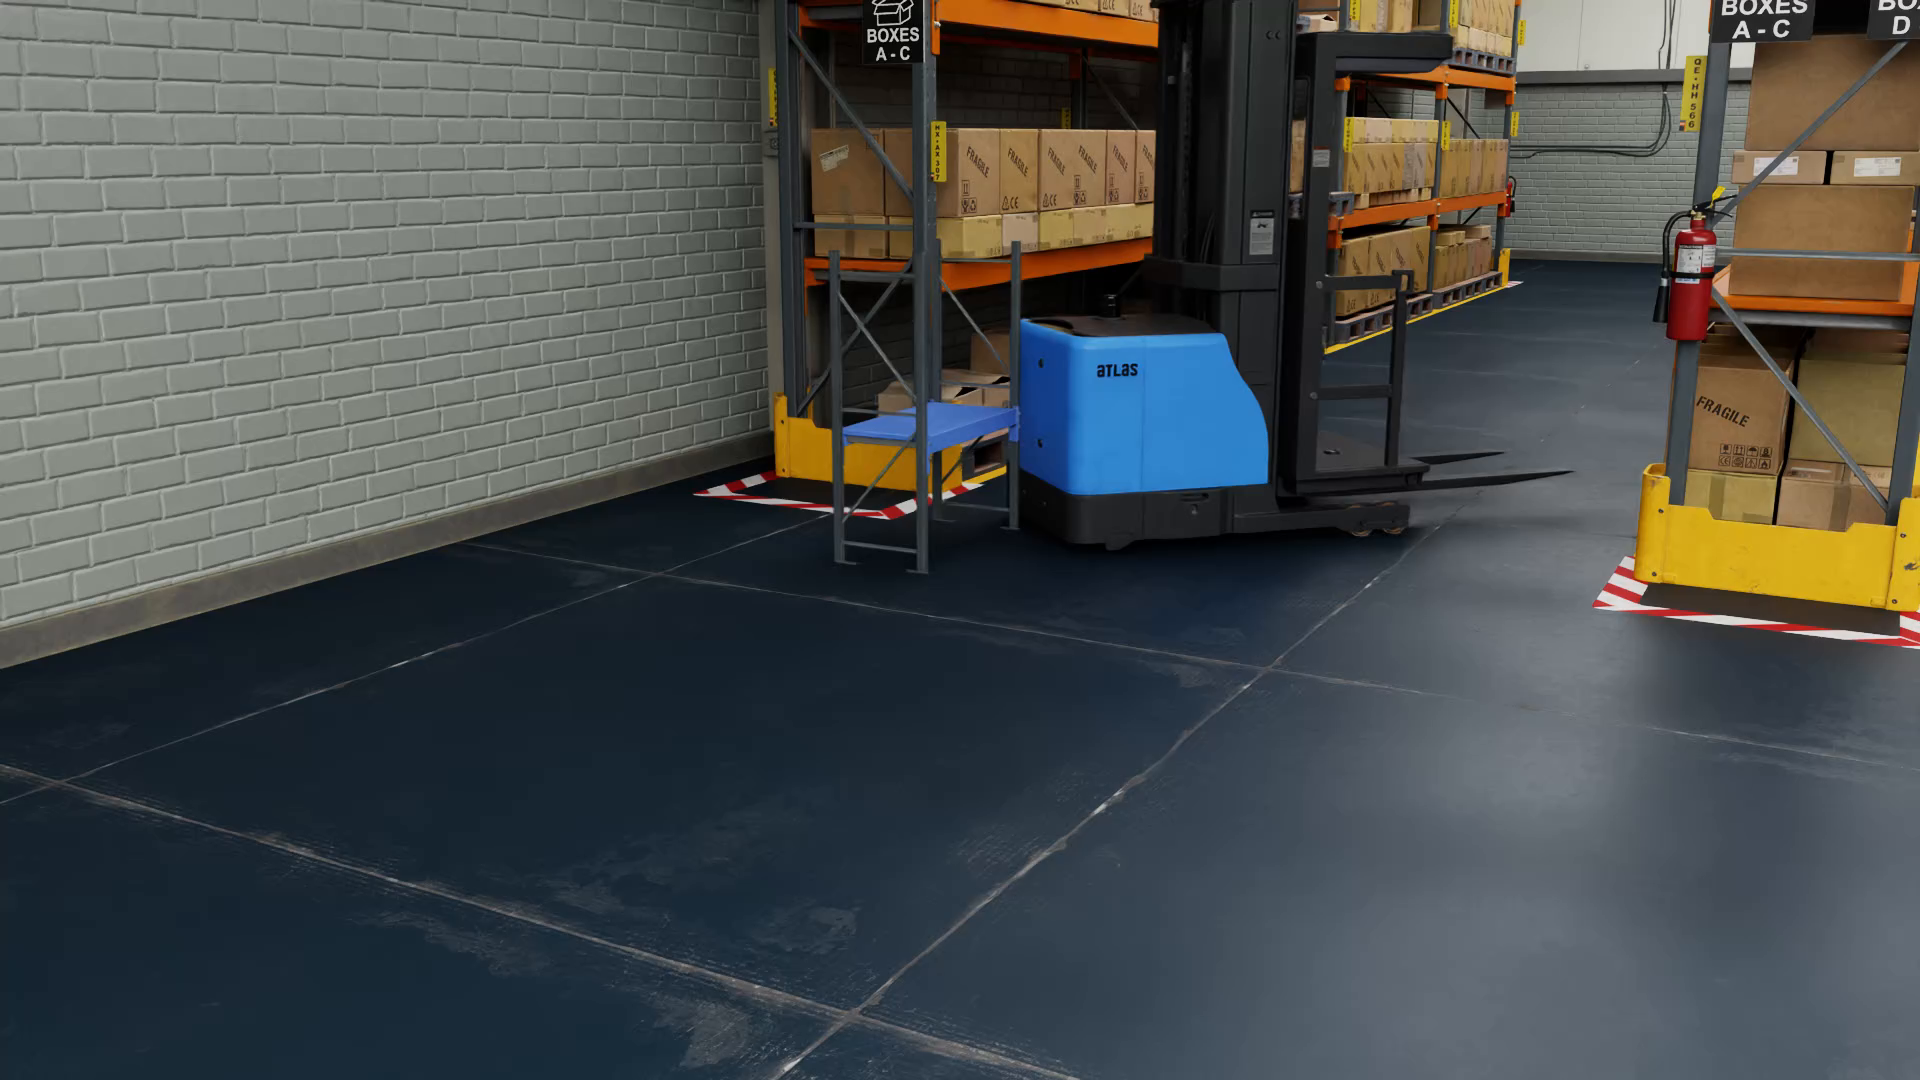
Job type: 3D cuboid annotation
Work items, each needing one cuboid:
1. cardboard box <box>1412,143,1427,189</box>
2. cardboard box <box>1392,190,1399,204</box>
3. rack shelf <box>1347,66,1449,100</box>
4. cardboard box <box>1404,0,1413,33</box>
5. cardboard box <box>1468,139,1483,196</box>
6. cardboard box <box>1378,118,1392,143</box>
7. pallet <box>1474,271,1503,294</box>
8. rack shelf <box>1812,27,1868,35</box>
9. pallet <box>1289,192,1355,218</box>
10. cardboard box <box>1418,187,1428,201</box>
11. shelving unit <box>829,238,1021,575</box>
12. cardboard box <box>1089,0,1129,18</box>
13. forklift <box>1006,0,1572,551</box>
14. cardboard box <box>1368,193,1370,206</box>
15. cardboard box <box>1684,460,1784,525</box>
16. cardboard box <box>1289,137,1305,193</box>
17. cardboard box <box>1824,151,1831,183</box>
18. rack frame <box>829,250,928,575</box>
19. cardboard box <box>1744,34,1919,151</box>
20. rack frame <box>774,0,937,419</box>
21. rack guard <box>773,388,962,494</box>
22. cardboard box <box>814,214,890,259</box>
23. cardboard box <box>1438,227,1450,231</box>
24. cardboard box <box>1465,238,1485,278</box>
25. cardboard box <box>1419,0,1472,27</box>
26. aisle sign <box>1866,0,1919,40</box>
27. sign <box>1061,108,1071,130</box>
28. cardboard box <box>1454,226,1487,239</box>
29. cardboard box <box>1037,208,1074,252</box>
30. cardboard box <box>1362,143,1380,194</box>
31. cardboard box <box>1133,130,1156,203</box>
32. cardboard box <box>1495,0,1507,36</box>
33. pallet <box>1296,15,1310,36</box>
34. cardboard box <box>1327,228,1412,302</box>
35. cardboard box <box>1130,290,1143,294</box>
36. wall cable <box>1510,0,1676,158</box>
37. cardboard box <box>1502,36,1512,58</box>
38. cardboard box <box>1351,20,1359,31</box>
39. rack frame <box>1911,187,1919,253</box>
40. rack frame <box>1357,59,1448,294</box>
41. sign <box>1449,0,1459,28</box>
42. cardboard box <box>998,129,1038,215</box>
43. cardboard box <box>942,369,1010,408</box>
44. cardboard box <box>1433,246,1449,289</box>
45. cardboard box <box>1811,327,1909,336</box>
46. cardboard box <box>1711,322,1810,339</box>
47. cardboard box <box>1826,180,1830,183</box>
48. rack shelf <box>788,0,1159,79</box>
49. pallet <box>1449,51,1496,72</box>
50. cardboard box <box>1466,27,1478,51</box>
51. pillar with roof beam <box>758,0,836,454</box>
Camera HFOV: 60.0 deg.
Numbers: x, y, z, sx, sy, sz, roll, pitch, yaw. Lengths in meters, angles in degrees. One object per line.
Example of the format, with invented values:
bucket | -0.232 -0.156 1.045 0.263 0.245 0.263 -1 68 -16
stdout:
cardboard box | 4.963 -4.243 18.840 0.500 0.500 0.500 8 15 28
cardboard box | 4.636 -3.799 18.385 0.380 0.149 0.250 7 15 26
rack shelf | 4.237 -4.967 17.870 1.077 0.370 4.000 7 15 28
cardboard box | 4.682 -5.821 18.727 0.700 0.500 0.500 6 15 25
cardboard box | 6.181 -4.823 21.501 0.980 0.700 0.700 7 15 25
cardboard box | 4.213 -4.293 17.449 0.500 0.250 0.500 7 15 28
pallet | 6.819 -3.561 22.853 1.003 0.211 1.213 7 15 28
rack shelf | 6.641 -3.586 12.141 1.077 0.370 4.000 7 15 28
pallet | 3.019 -3.196 15.801 1.213 0.211 1.003 7 15 28
cardboard box | 5.187 -4.000 19.220 0.380 0.149 0.250 8 16 29
shelving unit | -0.150 -0.700 8.238 0.538 1.500 1.048 7 15 26
cardboard box | 0.818 -3.792 11.206 0.500 0.500 0.500 7 15 26
forklift | 1.826 -1.553 8.721 3.031 2.935 1.130 -4 14 -17
cardboard box | 4.095 -3.592 17.527 0.380 0.149 0.250 8 16 29
cardboard box | 3.741 -0.257 8.171 0.500 0.250 0.500 7 15 28
cardboard box | 2.805 -3.495 15.479 0.700 0.500 0.500 6 15 23
cardboard box | 3.884 -1.764 7.853 0.380 0.149 0.250 8 16 29
rack frame | -0.381 -0.594 7.798 0.500 1.500 0.032 7 15 26
cardboard box | 4.003 -2.031 7.575 0.700 0.500 0.500 7 15 28
rack frame | -0.597 -1.807 9.627 1.000 3.000 0.127 7 15 28
rack guard | -0.561 -0.607 9.985 1.175 0.500 0.348 7 15 28
cardboard box | -0.541 -1.861 10.131 0.500 0.250 0.500 8 16 29
cardboard box | 6.284 -4.079 22.108 0.380 0.149 0.250 8 16 29
cardboard box | 6.645 -3.821 22.419 0.700 0.500 0.500 7 15 28
cardboard box | 5.794 -6.386 19.832 0.500 0.500 0.500 7 15 28
aisle sign | 3.977 -2.462 6.798 0.394 0.787 0.004 7 15 28
sign | 0.849 -3.252 13.153 0.100 0.325 0.005 7 15 28
cardboard box | 6.861 -4.139 22.356 0.380 0.149 0.250 8 16 30
cardboard box | 0.407 -2.020 10.788 0.500 0.250 0.500 7 15 27
cardboard box | 3.990 -3.828 17.121 0.500 0.500 0.500 8 16 30
cardboard box | 1.142 -2.694 11.984 0.500 0.500 0.500 7 15 28
cardboard box | 6.771 -6.809 21.589 0.500 0.500 0.500 8 16 30
pallet | 2.227 -4.322 14.061 1.213 0.211 1.003 7 15 28
cardboard box | 4.576 -3.097 18.670 0.750 0.750 0.750 8 16 30
cardboard box | 1.883 -1.891 14.370 0.700 0.500 0.500 7 15 27
wall cable | 10.184 -7.616 27.550 3.097 2.526 0.112 7 15 28
cardboard box | 7.016 -6.547 22.101 0.500 0.250 0.500 8 16 30
cardboard box | 3.664 -5.389 16.936 0.700 0.500 0.500 6 15 25
rack frame | 5.675 -2.067 10.706 1.000 3.000 0.127 7 15 28
rack frame | 5.204 -4.269 19.839 1.000 3.000 0.127 7 15 28
sign | 5.683 -6.072 19.144 0.100 0.325 0.005 7 15 28
cardboard box | 0.144 -2.272 10.236 0.500 0.500 0.500 7 15 28
cardboard box | 0.092 -0.962 10.923 0.500 0.311 0.500 9 16 33
cardboard box | 5.655 -3.399 20.671 0.700 0.500 0.500 8 16 29
cardboard box | 5.151 -0.975 9.547 0.500 0.500 0.500 7 15 28
cardboard box | 4.693 -1.034 9.793 0.500 0.500 0.500 7 15 28
cardboard box | 4.227 -1.497 8.131 0.700 0.500 0.500 8 16 29
rack shelf | 0.370 -3.325 11.062 1.077 0.370 4.000 7 15 28
pallet | 6.199 -6.100 21.224 1.003 0.211 1.213 7 15 28
cardboard box | 6.027 -6.122 20.336 0.500 0.250 0.500 7 15 27
pillar with roof beam | 2.752 -4.477 7.903 9.100 9.000 0.400 7 15 28
